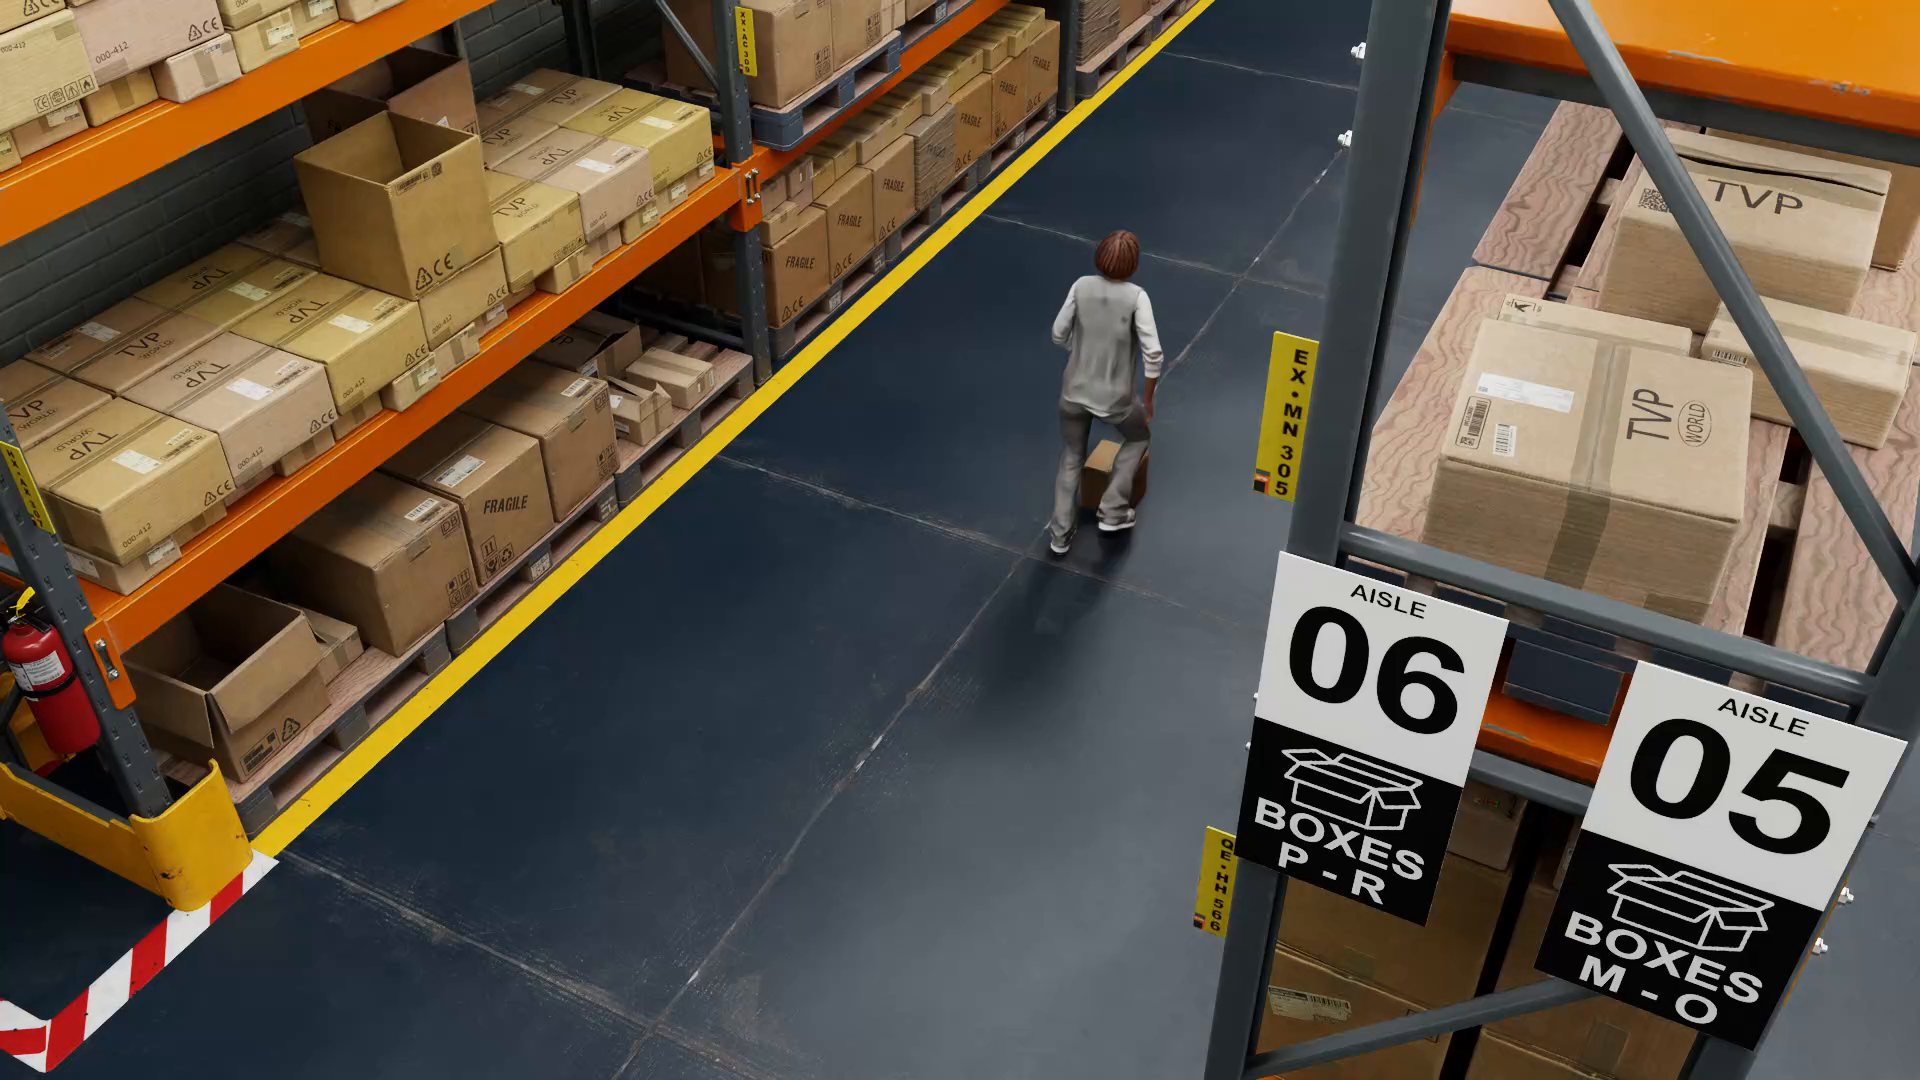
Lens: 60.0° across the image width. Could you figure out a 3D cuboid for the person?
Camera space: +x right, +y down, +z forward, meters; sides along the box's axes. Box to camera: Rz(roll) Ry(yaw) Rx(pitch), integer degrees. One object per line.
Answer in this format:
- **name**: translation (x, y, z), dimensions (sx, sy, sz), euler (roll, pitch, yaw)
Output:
- **person**: translation (0.678, -0.681, 7.665), dimensions (0.565, 1.521, 0.655), euler (15, 41, 18)
